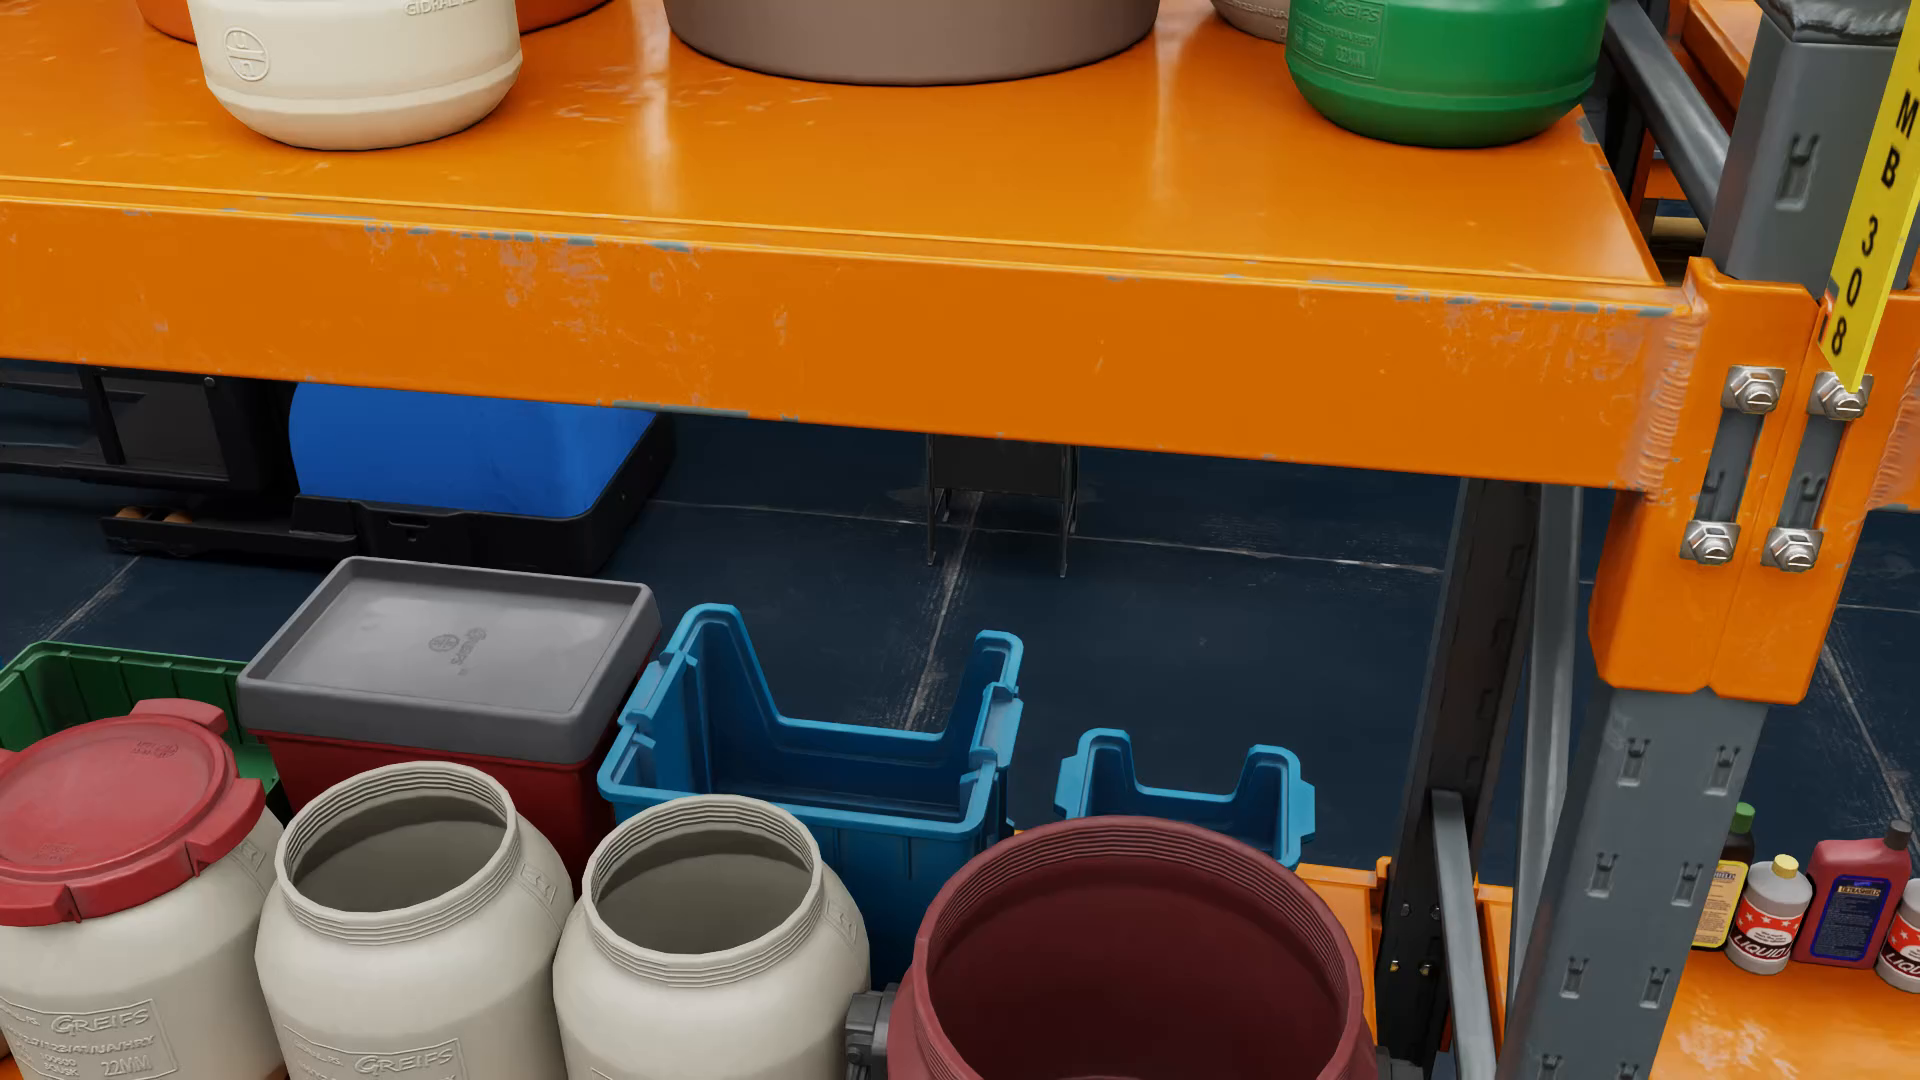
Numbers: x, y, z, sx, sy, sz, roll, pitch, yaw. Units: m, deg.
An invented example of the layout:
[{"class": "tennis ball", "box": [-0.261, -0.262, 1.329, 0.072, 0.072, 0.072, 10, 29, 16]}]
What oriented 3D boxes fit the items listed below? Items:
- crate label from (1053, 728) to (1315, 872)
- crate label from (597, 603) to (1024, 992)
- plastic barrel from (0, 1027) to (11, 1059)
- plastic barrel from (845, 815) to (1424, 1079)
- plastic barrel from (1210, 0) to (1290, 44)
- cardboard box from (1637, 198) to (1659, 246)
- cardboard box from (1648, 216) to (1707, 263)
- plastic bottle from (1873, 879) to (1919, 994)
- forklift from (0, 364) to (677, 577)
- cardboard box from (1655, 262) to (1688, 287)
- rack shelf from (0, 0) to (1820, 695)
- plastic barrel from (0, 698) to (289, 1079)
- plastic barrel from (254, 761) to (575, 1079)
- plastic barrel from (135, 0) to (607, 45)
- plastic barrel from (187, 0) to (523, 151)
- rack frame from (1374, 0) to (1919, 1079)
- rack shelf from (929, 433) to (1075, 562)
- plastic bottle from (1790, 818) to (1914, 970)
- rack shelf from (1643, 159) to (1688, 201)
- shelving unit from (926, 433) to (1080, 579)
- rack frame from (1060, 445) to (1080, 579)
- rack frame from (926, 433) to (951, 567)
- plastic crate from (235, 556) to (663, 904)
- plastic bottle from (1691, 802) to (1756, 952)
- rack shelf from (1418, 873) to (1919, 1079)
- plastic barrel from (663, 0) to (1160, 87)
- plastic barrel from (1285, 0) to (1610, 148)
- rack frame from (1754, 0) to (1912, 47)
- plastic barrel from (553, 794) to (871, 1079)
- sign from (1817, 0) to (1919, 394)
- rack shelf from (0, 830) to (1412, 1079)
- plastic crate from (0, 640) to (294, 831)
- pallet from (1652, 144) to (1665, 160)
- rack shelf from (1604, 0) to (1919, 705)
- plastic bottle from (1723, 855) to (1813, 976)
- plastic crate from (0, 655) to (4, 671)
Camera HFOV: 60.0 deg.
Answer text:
[{"class": "crate label", "box": [0.366, 0.511, 2.764, 0.416, 0.233, 0.303, 5, 32, 8]}, {"class": "crate label", "box": [-0.216, 0.429, 2.704, 0.616, 0.435, 0.502, 5, 32, 8]}, {"class": "plastic barrel", "box": [-1.596, 0.525, 2.456, 0.433, 0.535, 0.433, 0, 32, 0]}, {"class": "plastic barrel", "box": [0.209, 0.733, 2.123, 0.708, 0.536, 0.600, 5, 32, 8]}, {"class": "plastic barrel", "box": [0.463, -0.833, 1.821, 0.421, 0.512, 0.421, 0, 32, 0]}, {"class": "cardboard box", "box": [2.572, -1.398, 6.890, 0.500, 0.250, 0.500, 6, 33, 10]}, {"class": "cardboard box", "box": [3.026, -1.036, 7.019, 0.500, 0.500, 0.500, 4, 32, 6]}, {"class": "plastic bottle", "box": [1.526, 0.612, 2.633, 0.097, 0.201, 0.097, 0, 32, 0]}, {"class": "forklift", "box": [-2.704, -1.449, 5.802, 3.031, 2.935, 1.130, 5, 32, 8]}, {"class": "cardboard box", "box": [2.966, -0.762, 6.581, 0.500, 0.500, 0.500, 5, 32, 8]}, {"class": "rack shelf", "box": [-1.254, -0.471, 2.026, 4.000, 0.370, 1.077, 5, 32, 8]}, {"class": "plastic barrel", "box": [-1.169, 0.564, 2.394, 0.433, 0.535, 0.433, 0, 32, 0]}, {"class": "plastic barrel", "box": [-0.747, 0.609, 2.345, 0.421, 0.512, 0.421, 0, 32, 0]}, {"class": "plastic barrel", "box": [-0.700, -1.025, 1.828, 0.708, 0.830, 0.600, 5, 32, 8]}, {"class": "plastic barrel", "box": [-0.575, -0.530, 1.573, 0.301, 0.262, 0.301, 0, 32, 0]}, {"class": "rack frame", "box": [0.718, 0.674, 2.346, 0.127, 3.000, 1.000, 5, 32, 8]}, {"class": "rack shelf", "box": [0.163, -0.270, 6.048, 0.480, 0.518, 0.431, 5, 32, 8]}, {"class": "plastic bottle", "box": [1.416, 0.557, 2.643, 0.133, 0.283, 0.061, 5, 32, 8]}, {"class": "rack shelf", "box": [3.526, -1.433, 6.390, 4.000, 0.370, 1.077, 5, 32, 8]}, {"class": "shelving unit", "box": [0.163, -0.875, 5.669, 0.503, 2.100, 0.431, 5, 32, 8]}, {"class": "rack frame", "box": [0.404, -0.853, 5.634, 0.015, 2.100, 0.400, 5, 32, 8]}, {"class": "rack frame", "box": [-0.077, -0.897, 5.704, 0.015, 2.100, 0.400, 5, 32, 8]}, {"class": "plastic crate", "box": [-0.824, 0.343, 2.815, 0.583, 0.464, 0.402, 5, 32, 8]}, {"class": "plastic bottle", "box": [1.188, 0.536, 2.676, 0.133, 0.283, 0.061, 5, 32, 8]}, {"class": "rack shelf", "box": [2.689, 1.157, 2.252, 4.000, 0.370, 1.077, 5, 32, 8]}, {"class": "plastic barrel", "box": [-0.055, -0.997, 1.716, 0.600, 0.901, 0.600, 0, 32, 0]}, {"class": "plastic barrel", "box": [0.466, -0.527, 1.584, 0.294, 0.245, 0.294, 0, 32, 0]}, {"class": "rack frame", "box": [0.718, -1.869, 0.754, 0.127, 3.000, 1.000, 5, 32, 8]}, {"class": "plastic barrel", "box": [-0.332, 0.647, 2.285, 0.421, 0.512, 0.421, 0, 32, 0]}, {"class": "sign", "box": [0.632, -0.265, 1.117, 0.005, 0.325, 0.100, 5, 32, 8]}, {"class": "rack shelf", "box": [-1.254, 0.800, 2.822, 4.000, 0.370, 1.077, 5, 32, 8]}, {"class": "plastic crate", "box": [-1.461, 0.415, 2.960, 0.662, 0.188, 0.450, 5, 32, 8]}, {"class": "pallet", "box": [2.235, -1.811, 6.497, 1.003, 0.211, 1.213, 5, 32, 8]}, {"class": "rack shelf", "box": [2.689, -0.114, 1.456, 4.000, 0.370, 1.077, 5, 32, 8]}, {"class": "plastic bottle", "box": [1.299, 0.591, 2.666, 0.097, 0.201, 0.097, 0, 32, 0]}, {"class": "plastic crate", "box": [-2.085, 0.260, 3.023, 0.575, 0.384, 0.392, 5, 32, 8]}]
